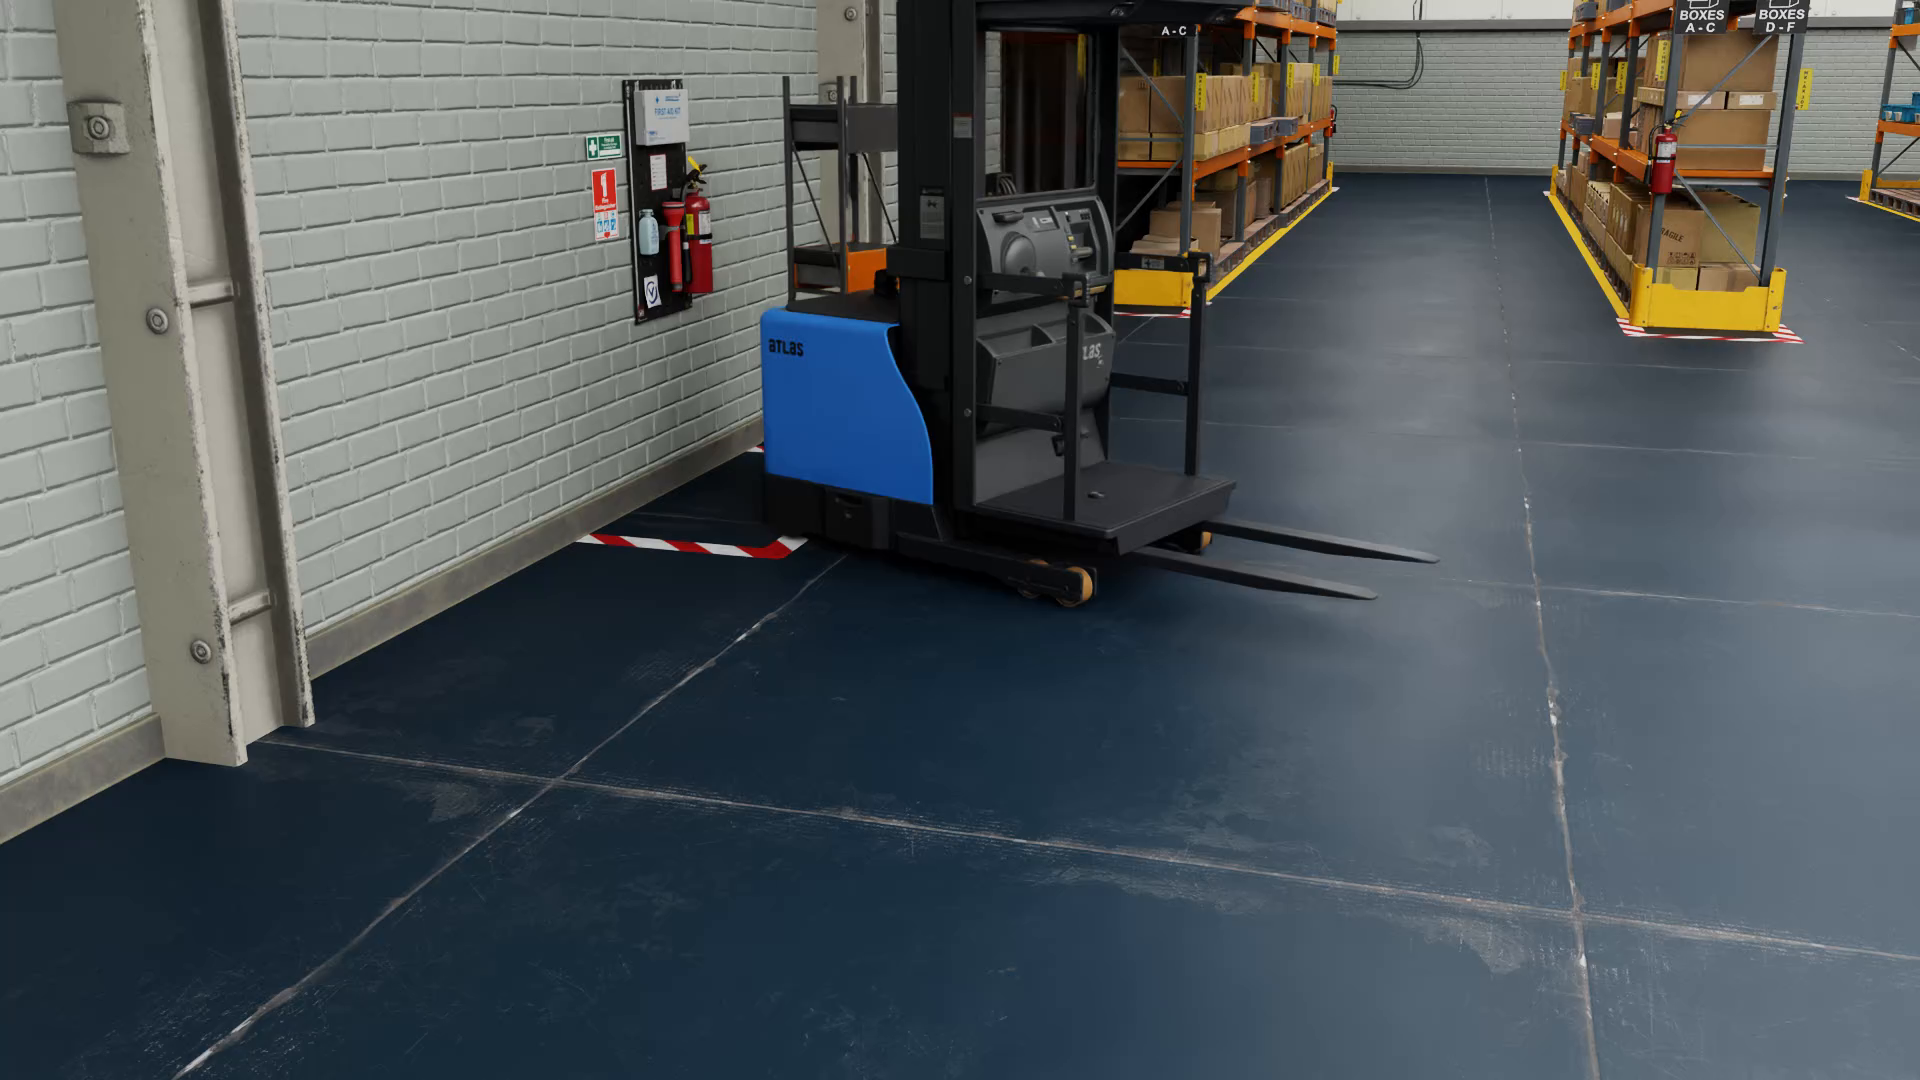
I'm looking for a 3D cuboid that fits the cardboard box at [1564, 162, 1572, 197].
[{"bbox_3d":[9.700,-5.612,25.891,0.500,0.500,0.500,5,16,16],"label":"cardboard box"}]

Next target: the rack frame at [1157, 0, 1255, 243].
[{"bbox_3d":[2.786,-4.722,18.979,1.000,3.000,0.127,5,16,16],"label":"rack frame"}]

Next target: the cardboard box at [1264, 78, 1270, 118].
[{"bbox_3d":[3.666,-5.756,21.636,0.700,0.500,0.500,3,16,11],"label":"cardboard box"}]

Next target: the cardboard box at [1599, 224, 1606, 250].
[{"bbox_3d":[7.377,-3.349,18.408,0.500,0.250,0.500,4,16,15],"label":"cardboard box"}]

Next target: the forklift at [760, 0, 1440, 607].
[{"bbox_3d":[0.543,-1.297,7.032,3.031,2.935,1.130,12,20,36],"label":"forklift"}]

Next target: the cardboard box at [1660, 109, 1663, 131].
[{"bbox_3d":[6.836,-3.728,15.294,0.700,0.500,0.500,5,17,16],"label":"cardboard box"}]

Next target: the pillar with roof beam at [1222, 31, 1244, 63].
[{"bbox_3d":[8.557,-9.617,25.244,9.100,9.000,0.400,5,16,16],"label":"pillar with roof beam"}]

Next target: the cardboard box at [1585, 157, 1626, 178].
[{"bbox_3d":[8.726,-5.033,22.476,0.500,0.250,0.500,5,17,18],"label":"cardboard box"}]

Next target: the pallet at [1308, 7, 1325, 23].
[{"bbox_3d":[5.302,-8.428,26.712,1.003,0.211,1.213,5,16,16],"label":"pallet"}]

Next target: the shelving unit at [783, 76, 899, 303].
[{"bbox_3d":[-0.561,-1.292,8.534,0.431,2.100,0.503,13,20,37],"label":"shelving unit"}]

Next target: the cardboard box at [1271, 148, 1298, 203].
[{"bbox_3d":[4.513,-5.347,24.353,0.750,0.750,0.750,5,16,16],"label":"cardboard box"}]

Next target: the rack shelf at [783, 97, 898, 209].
[{"bbox_3d":[-0.560,-1.952,8.347,0.431,0.518,0.480,13,20,37],"label":"rack shelf"}]

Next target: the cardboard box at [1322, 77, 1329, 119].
[{"bbox_3d":[5.865,-7.680,28.859,0.980,0.700,0.700,4,16,15],"label":"cardboard box"}]

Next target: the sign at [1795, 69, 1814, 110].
[{"bbox_3d":[6.931,-3.702,13.652,0.100,0.325,0.005,5,16,16],"label":"sign"}]

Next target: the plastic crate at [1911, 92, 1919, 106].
[{"bbox_3d":[15.779,-7.037,26.966,0.616,0.435,0.499,5,16,16],"label":"plastic crate"}]

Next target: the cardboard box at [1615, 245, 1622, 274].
[{"bbox_3d":[6.684,-2.728,16.219,0.500,0.250,0.500,5,16,16],"label":"cardboard box"}]

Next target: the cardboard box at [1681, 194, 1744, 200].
[{"bbox_3d":[7.195,-3.047,15.971,0.500,0.500,0.500,5,16,16],"label":"cardboard box"}]

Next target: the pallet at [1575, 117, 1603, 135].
[{"bbox_3d":[8.799,-5.475,21.988,1.213,0.211,1.003,5,16,16],"label":"pallet"}]

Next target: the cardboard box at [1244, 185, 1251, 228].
[{"bbox_3d":[3.262,-4.194,20.893,0.700,0.500,0.500,5,17,17],"label":"cardboard box"}]

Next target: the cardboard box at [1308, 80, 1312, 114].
[{"bbox_3d":[5.170,-6.875,25.806,0.500,0.500,0.500,4,16,15],"label":"cardboard box"}]

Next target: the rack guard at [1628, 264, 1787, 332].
[{"bbox_3d":[6.393,-2.083,14.257,1.175,0.500,0.348,5,16,16],"label":"rack guard"}]

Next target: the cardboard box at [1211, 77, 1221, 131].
[{"bbox_3d":[2.223,-4.203,16.016,0.500,0.500,0.500,5,16,16],"label":"cardboard box"}]

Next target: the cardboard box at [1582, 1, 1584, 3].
[{"bbox_3d":[9.834,-8.322,25.533,0.500,0.250,0.500,5,16,16],"label":"cardboard box"}]

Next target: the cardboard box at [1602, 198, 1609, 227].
[{"bbox_3d":[7.377,-3.616,18.321,0.500,0.311,0.500,5,16,16],"label":"cardboard box"}]

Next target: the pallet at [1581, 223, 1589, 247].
[{"bbox_3d":[8.402,-3.831,20.949,1.003,0.211,1.213,5,16,16],"label":"pallet"}]

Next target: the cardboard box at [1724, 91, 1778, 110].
[{"bbox_3d":[6.718,-3.738,14.139,0.380,0.149,0.250,5,16,15],"label":"cardboard box"}]

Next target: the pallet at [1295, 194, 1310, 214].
[{"bbox_3d":[4.913,-5.265,26.006,1.003,0.211,1.213,5,16,16],"label":"pallet"}]

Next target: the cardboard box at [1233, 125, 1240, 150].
[{"bbox_3d":[2.665,-4.249,17.551,0.500,0.250,0.500,5,16,16],"label":"cardboard box"}]

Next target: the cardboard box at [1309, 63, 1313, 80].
[{"bbox_3d":[5.172,-7.234,25.698,0.500,0.250,0.500,5,17,17],"label":"cardboard box"}]

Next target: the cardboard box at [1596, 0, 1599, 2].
[{"bbox_3d":[9.597,-8.047,24.069,0.600,0.600,0.600,3,16,11],"label":"cardboard box"}]

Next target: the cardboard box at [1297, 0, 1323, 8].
[{"bbox_3d":[5.509,-8.596,26.463,0.500,0.250,0.500,5,16,16],"label":"cardboard box"}]

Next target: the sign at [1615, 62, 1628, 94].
[{"bbox_3d":[7.014,-4.897,17.620,0.100,0.325,0.005,5,16,16],"label":"sign"}]

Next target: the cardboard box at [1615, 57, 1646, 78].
[{"bbox_3d":[10.214,-7.062,25.215,0.500,0.500,0.500,5,17,17],"label":"cardboard box"}]

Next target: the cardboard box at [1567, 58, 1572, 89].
[{"bbox_3d":[10.427,-7.774,27.725,0.500,0.500,0.500,5,17,16],"label":"cardboard box"}]

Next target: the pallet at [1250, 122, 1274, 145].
[{"bbox_3d":[3.143,-4.818,19.670,1.003,0.211,1.213,5,16,16],"label":"pallet"}]

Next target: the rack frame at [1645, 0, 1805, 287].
[{"bbox_3d":[6.400,-3.292,13.938,1.000,3.000,0.127,5,16,16],"label":"rack frame"}]

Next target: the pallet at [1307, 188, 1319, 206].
[{"bbox_3d":[5.351,-5.666,27.418,1.003,0.211,1.213,5,16,16],"label":"pallet"}]

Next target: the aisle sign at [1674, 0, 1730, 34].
[{"bbox_3d":[6.100,-4.548,13.603,0.394,0.787,0.004,5,16,16],"label":"aisle sign"}]

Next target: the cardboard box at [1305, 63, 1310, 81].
[{"bbox_3d":[5.018,-7.101,25.229,0.500,0.250,0.500,5,17,17],"label":"cardboard box"}]

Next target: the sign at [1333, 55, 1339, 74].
[{"bbox_3d":[6.713,-8.486,29.696,0.100,0.325,0.005,5,16,16],"label":"sign"}]

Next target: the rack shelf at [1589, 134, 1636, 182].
[{"bbox_3d":[8.105,-4.516,19.571,1.077,0.370,4.000,5,16,16],"label":"rack shelf"}]

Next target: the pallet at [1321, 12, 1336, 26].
[{"bbox_3d":[5.996,-9.067,28.963,1.003,0.211,1.213,5,16,16],"label":"pallet"}]

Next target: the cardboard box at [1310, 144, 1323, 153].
[{"bbox_3d":[6.160,-6.867,29.165,0.380,0.149,0.250,5,17,17],"label":"cardboard box"}]

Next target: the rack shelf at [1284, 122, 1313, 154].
[{"bbox_3d":[4.491,-5.945,24.611,1.077,0.370,4.000,5,16,16],"label":"rack shelf"}]

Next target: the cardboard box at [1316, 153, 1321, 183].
[{"bbox_3d":[5.951,-6.539,29.197,0.700,0.500,0.500,5,16,16],"label":"cardboard box"}]

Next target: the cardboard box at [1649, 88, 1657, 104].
[{"bbox_3d":[6.912,-4.306,16.141,0.380,0.149,0.250,4,16,14],"label":"cardboard box"}]

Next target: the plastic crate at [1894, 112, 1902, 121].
[{"bbox_3d":[14.946,-6.701,26.330,0.250,0.136,0.298,5,16,16],"label":"plastic crate"}]

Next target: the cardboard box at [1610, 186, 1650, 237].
[{"bbox_3d":[6.970,-3.350,17.038,0.500,0.500,0.500,5,16,16],"label":"cardboard box"}]
